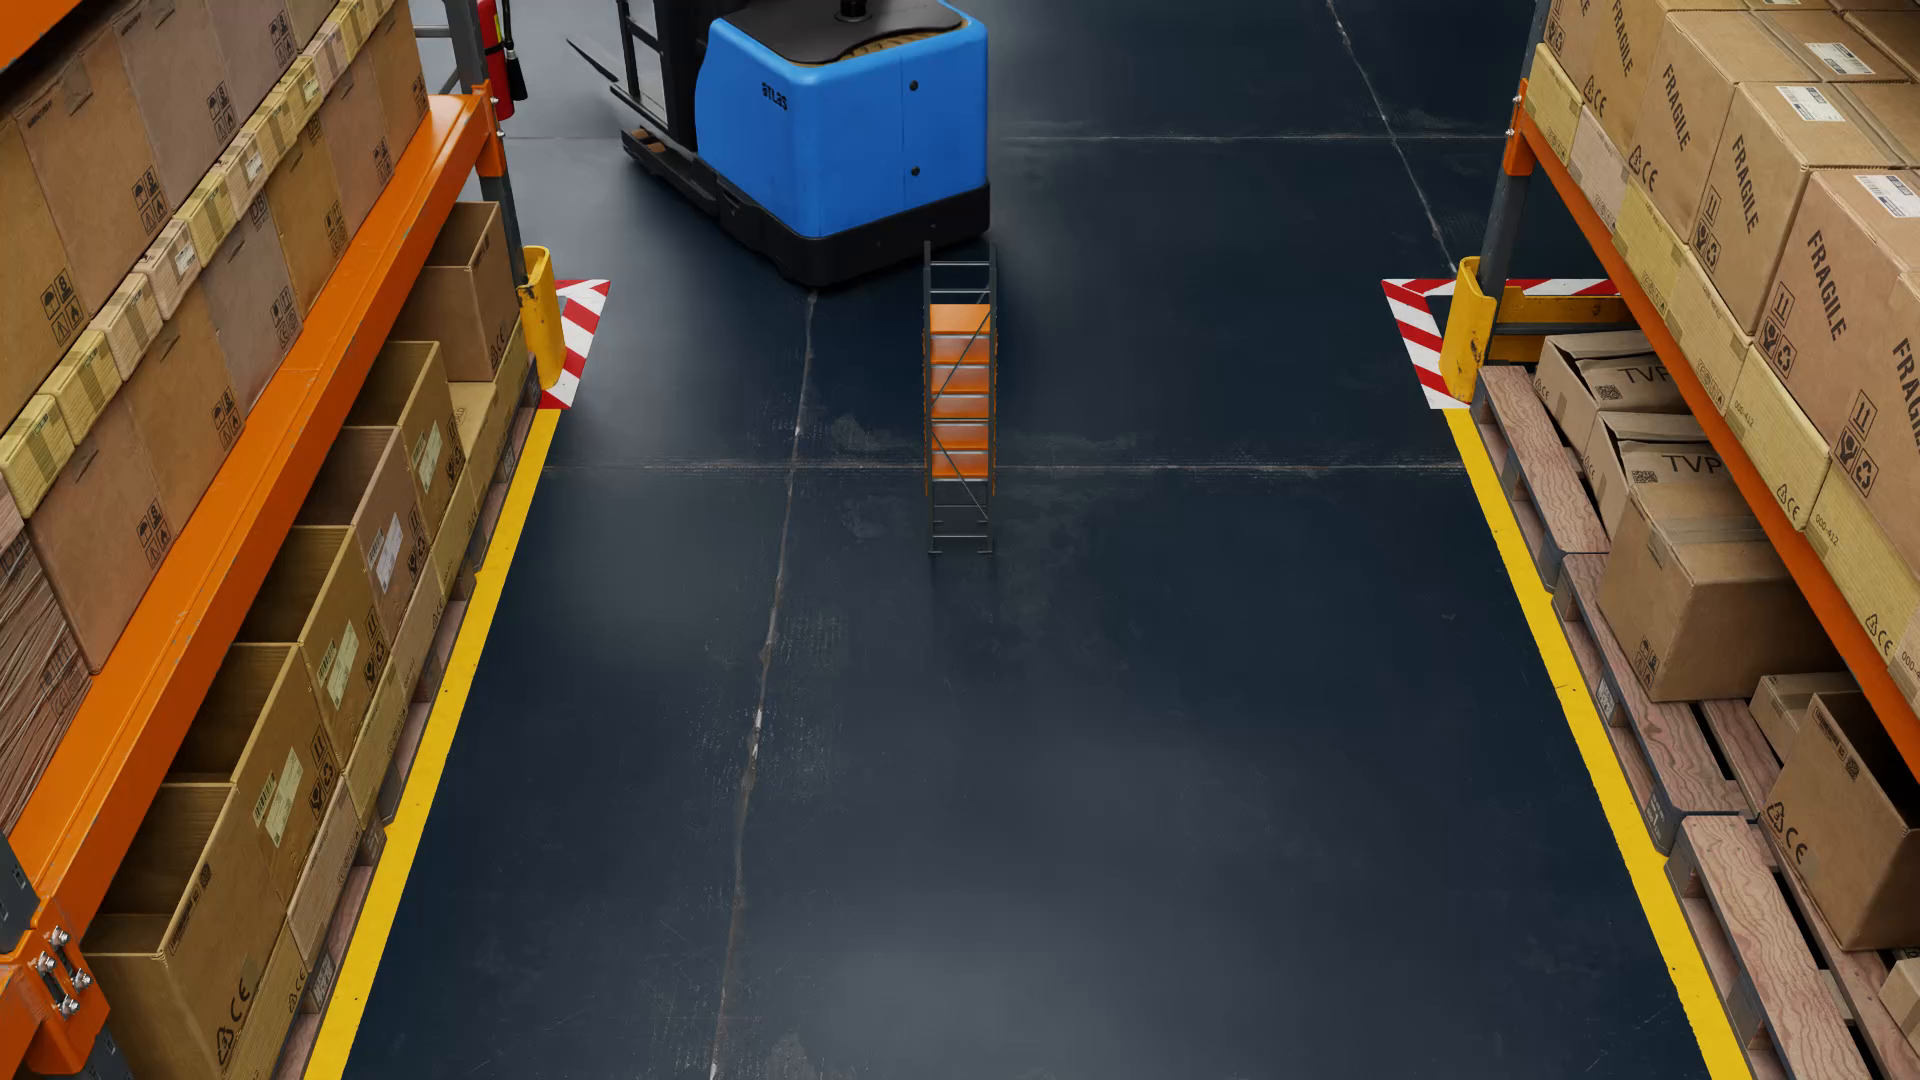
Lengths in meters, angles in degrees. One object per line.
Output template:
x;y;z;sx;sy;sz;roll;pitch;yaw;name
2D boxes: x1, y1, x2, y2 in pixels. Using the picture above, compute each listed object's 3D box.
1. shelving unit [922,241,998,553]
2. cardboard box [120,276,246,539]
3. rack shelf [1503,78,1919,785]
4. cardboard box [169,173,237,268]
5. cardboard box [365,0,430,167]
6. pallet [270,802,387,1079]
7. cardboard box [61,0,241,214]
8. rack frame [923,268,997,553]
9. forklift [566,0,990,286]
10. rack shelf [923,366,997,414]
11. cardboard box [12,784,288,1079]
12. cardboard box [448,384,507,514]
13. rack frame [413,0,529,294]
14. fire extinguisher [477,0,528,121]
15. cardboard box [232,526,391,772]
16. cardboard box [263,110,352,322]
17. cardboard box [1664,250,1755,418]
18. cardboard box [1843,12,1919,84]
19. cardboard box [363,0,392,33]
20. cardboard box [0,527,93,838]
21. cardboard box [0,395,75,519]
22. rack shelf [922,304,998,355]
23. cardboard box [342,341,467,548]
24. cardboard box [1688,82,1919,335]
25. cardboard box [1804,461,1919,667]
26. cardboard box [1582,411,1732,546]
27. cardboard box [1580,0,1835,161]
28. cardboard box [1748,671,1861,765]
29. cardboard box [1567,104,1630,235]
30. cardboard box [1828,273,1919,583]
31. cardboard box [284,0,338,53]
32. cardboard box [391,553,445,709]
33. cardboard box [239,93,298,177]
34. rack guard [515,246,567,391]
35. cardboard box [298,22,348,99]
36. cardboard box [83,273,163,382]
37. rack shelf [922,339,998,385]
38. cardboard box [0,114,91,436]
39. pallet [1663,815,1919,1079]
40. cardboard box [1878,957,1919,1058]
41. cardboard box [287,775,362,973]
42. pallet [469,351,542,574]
0.000;-0.477;5.886;0.258;1.200;0.189;0;39;0;shelving unit
-2.307;-0.353;4.212;0.700;0.500;0.500;1;39;1;cardboard box
2.655;-0.369;4.887;1.077;0.370;4.000;0;39;0;rack shelf
-2.108;-0.822;4.279;0.380;0.149;0.250;0;39;0;cardboard box
-2.313;-1.642;5.820;0.700;0.500;0.500;0;39;0;cardboard box
-2.255;1.197;4.587;1.003;0.211;1.213;0;39;0;pallet
-2.305;-1.158;4.179;0.700;0.500;0.500;0;39;0;cardboard box
0.000;-0.420;5.815;0.240;1.200;0.006;0;39;0;rack frame
-1.108;-3.181;7.876;1.130;2.935;3.031;-23;44;-26;forklift
0.000;-0.536;5.839;0.258;0.103;0.180;0;39;0;rack shelf
-1.984;0.933;3.951;0.500;0.500;0.500;0;39;0;cardboard box
-1.992;-0.338;6.136;0.500;0.250;0.500;0;39;0;cardboard box
-2.301;-1.895;6.216;1.000;3.000;0.127;0;39;0;rack frame
-1.836;-1.939;6.333;0.296;0.674;0.183;0;39;0;fire extinguisher
-1.985;0.308;4.731;0.500;0.500;0.500;0;39;0;cardboard box
-2.313;-1.003;5.023;0.700;0.500;0.500;0;39;0;cardboard box
2.344;-0.585;4.686;0.500;0.250;0.500;0;39;0;cardboard box
2.862;-1.210;4.865;0.500;0.500;0.500;-1;39;-1;cardboard box
-2.108;-1.784;5.479;0.380;0.149;0.250;1;39;1;cardboard box
-2.303;0.290;3.409;0.700;0.500;0.500;-1;39;-1;cardboard box
-2.105;-0.172;3.467;0.380;0.149;0.250;-1;39;-1;cardboard box
0.000;-0.724;5.689;0.258;0.103;0.180;0;39;0;rack shelf
-1.987;-0.318;5.511;0.500;0.500;0.500;0;39;0;cardboard box
2.350;-0.889;4.465;0.500;0.500;0.500;1;39;1;cardboard box
2.362;0.044;3.901;0.500;0.250;0.500;0;39;0;cardboard box
2.564;-0.234;5.942;0.500;0.311;0.500;3;39;4;cardboard box
2.344;-1.535;5.271;0.500;0.500;0.500;0;39;0;cardboard box
2.676;0.541;5.104;0.380;0.149;0.250;-3;39;-4;cardboard box
2.351;-1.220;5.477;0.500;0.250;0.500;-1;39;-1;cardboard box
2.342;-0.249;3.666;0.500;0.500;0.500;0;39;0;cardboard box
-2.307;-1.786;4.963;0.700;0.500;0.500;-1;39;-1;cardboard box
-1.991;0.287;5.356;0.500;0.250;0.500;0;39;0;cardboard box
-2.107;-1.138;4.673;0.380;0.149;0.250;1;39;1;cardboard box
-2.301;-0.934;7.016;1.175;0.500;0.348;0;39;0;rack guard
-2.110;-1.467;5.084;0.380;0.149;0.250;0;39;1;cardboard box
-2.105;-0.493;3.867;0.380;0.149;0.250;-1;39;-2;cardboard box
0.000;-0.630;5.764;0.258;0.103;0.180;0;39;0;rack shelf
-2.305;-0.532;3.398;0.700;0.500;0.500;0;39;0;cardboard box
2.621;1.269;4.498;1.003;0.211;1.213;0;39;0;pallet
2.627;1.200;4.268;0.380;0.166;0.250;-5;39;-6;cardboard box
-1.989;0.913;4.575;0.500;0.250;0.500;0;39;0;cardboard box
-2.258;-0.328;6.491;1.003;0.211;1.213;0;39;0;pallet
